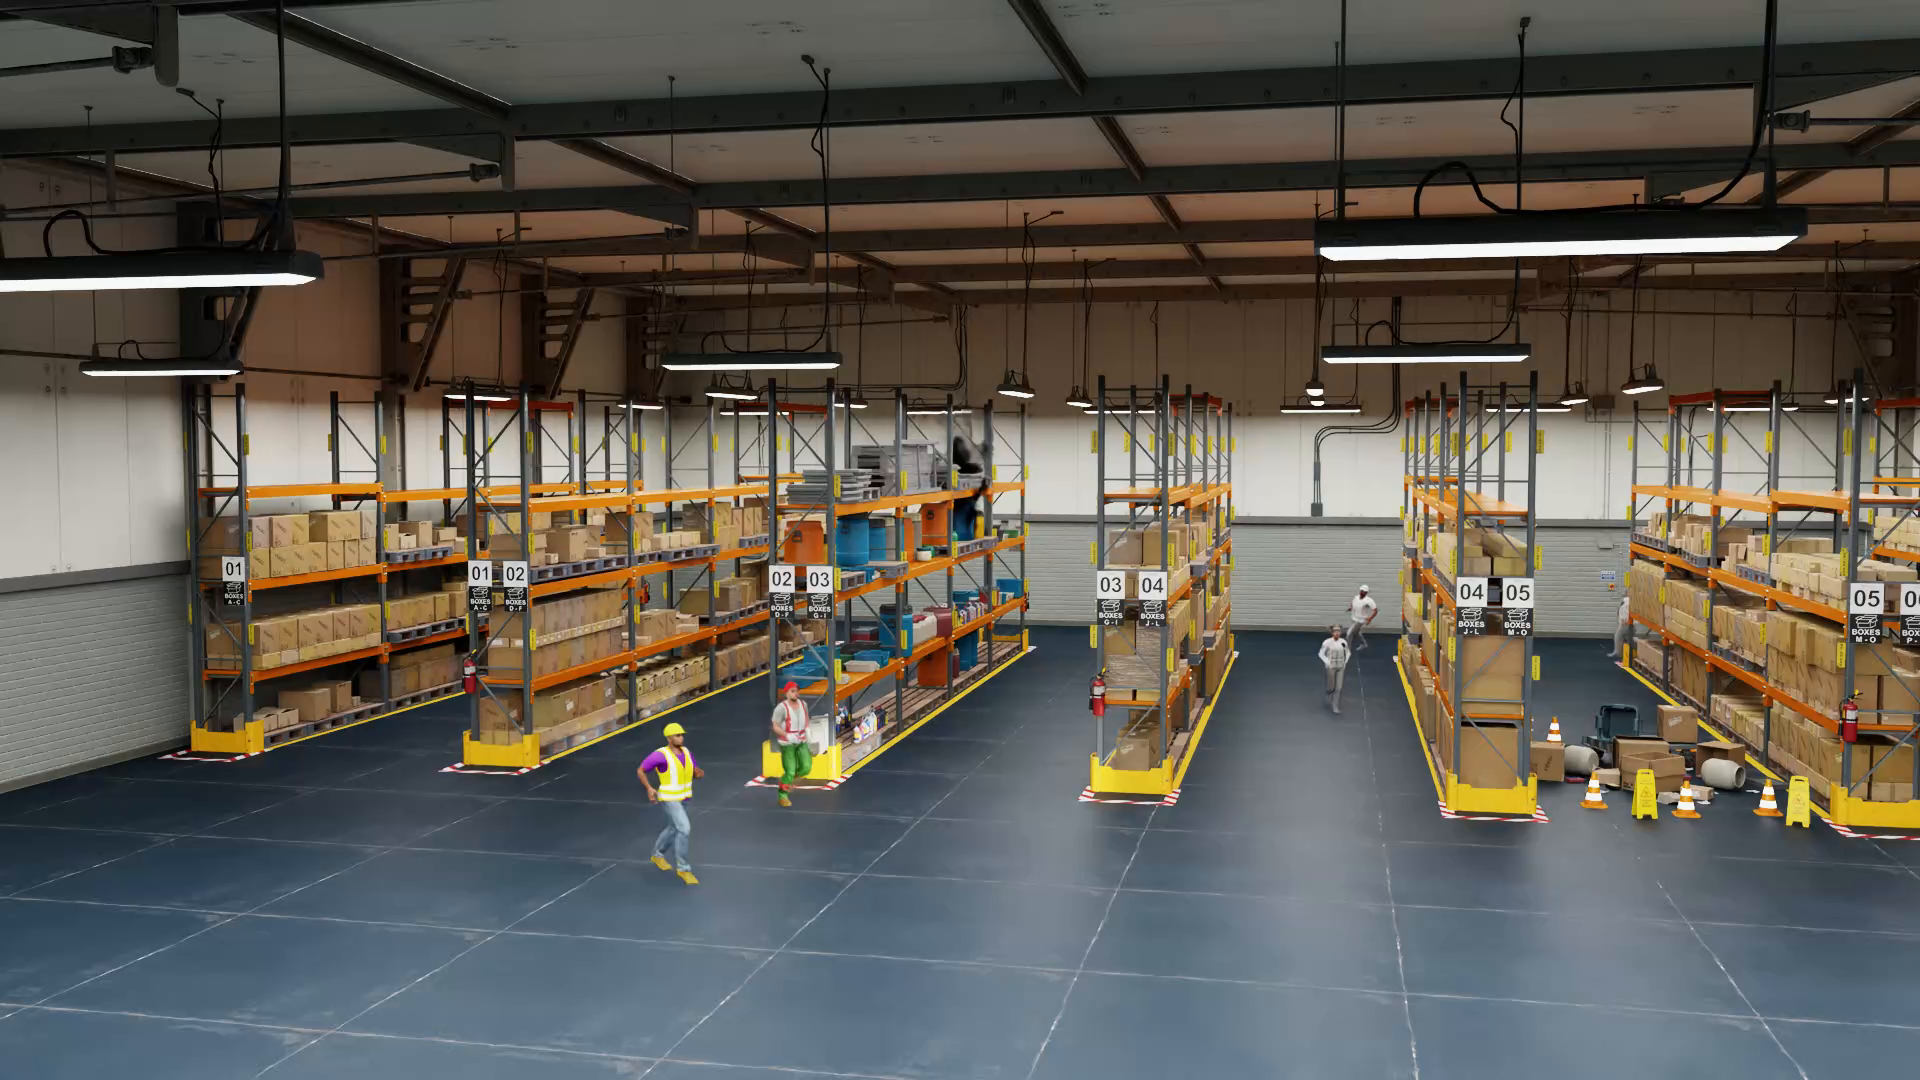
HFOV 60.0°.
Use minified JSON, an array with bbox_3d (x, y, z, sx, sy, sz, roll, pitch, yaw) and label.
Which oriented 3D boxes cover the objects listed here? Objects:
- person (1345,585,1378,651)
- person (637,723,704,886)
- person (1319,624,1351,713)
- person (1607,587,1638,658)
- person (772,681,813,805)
[{"bbox_3d":[9.400,1.887,39.594,0.958,1.681,0.853,0,3,2],"label":"person"},{"bbox_3d":[-3.290,3.013,19.153,0.820,1.821,0.677,2,4,29],"label":"person"},{"bbox_3d":[7.036,2.386,31.194,0.605,1.657,0.700,0,3,0],"label":"person"},{"bbox_3d":[15.554,1.913,38.775,0.923,1.738,0.726,2,4,31],"label":"person"},{"bbox_3d":[-2.292,2.818,23.025,0.674,1.737,0.655,-3,4,-39],"label":"person"}]
